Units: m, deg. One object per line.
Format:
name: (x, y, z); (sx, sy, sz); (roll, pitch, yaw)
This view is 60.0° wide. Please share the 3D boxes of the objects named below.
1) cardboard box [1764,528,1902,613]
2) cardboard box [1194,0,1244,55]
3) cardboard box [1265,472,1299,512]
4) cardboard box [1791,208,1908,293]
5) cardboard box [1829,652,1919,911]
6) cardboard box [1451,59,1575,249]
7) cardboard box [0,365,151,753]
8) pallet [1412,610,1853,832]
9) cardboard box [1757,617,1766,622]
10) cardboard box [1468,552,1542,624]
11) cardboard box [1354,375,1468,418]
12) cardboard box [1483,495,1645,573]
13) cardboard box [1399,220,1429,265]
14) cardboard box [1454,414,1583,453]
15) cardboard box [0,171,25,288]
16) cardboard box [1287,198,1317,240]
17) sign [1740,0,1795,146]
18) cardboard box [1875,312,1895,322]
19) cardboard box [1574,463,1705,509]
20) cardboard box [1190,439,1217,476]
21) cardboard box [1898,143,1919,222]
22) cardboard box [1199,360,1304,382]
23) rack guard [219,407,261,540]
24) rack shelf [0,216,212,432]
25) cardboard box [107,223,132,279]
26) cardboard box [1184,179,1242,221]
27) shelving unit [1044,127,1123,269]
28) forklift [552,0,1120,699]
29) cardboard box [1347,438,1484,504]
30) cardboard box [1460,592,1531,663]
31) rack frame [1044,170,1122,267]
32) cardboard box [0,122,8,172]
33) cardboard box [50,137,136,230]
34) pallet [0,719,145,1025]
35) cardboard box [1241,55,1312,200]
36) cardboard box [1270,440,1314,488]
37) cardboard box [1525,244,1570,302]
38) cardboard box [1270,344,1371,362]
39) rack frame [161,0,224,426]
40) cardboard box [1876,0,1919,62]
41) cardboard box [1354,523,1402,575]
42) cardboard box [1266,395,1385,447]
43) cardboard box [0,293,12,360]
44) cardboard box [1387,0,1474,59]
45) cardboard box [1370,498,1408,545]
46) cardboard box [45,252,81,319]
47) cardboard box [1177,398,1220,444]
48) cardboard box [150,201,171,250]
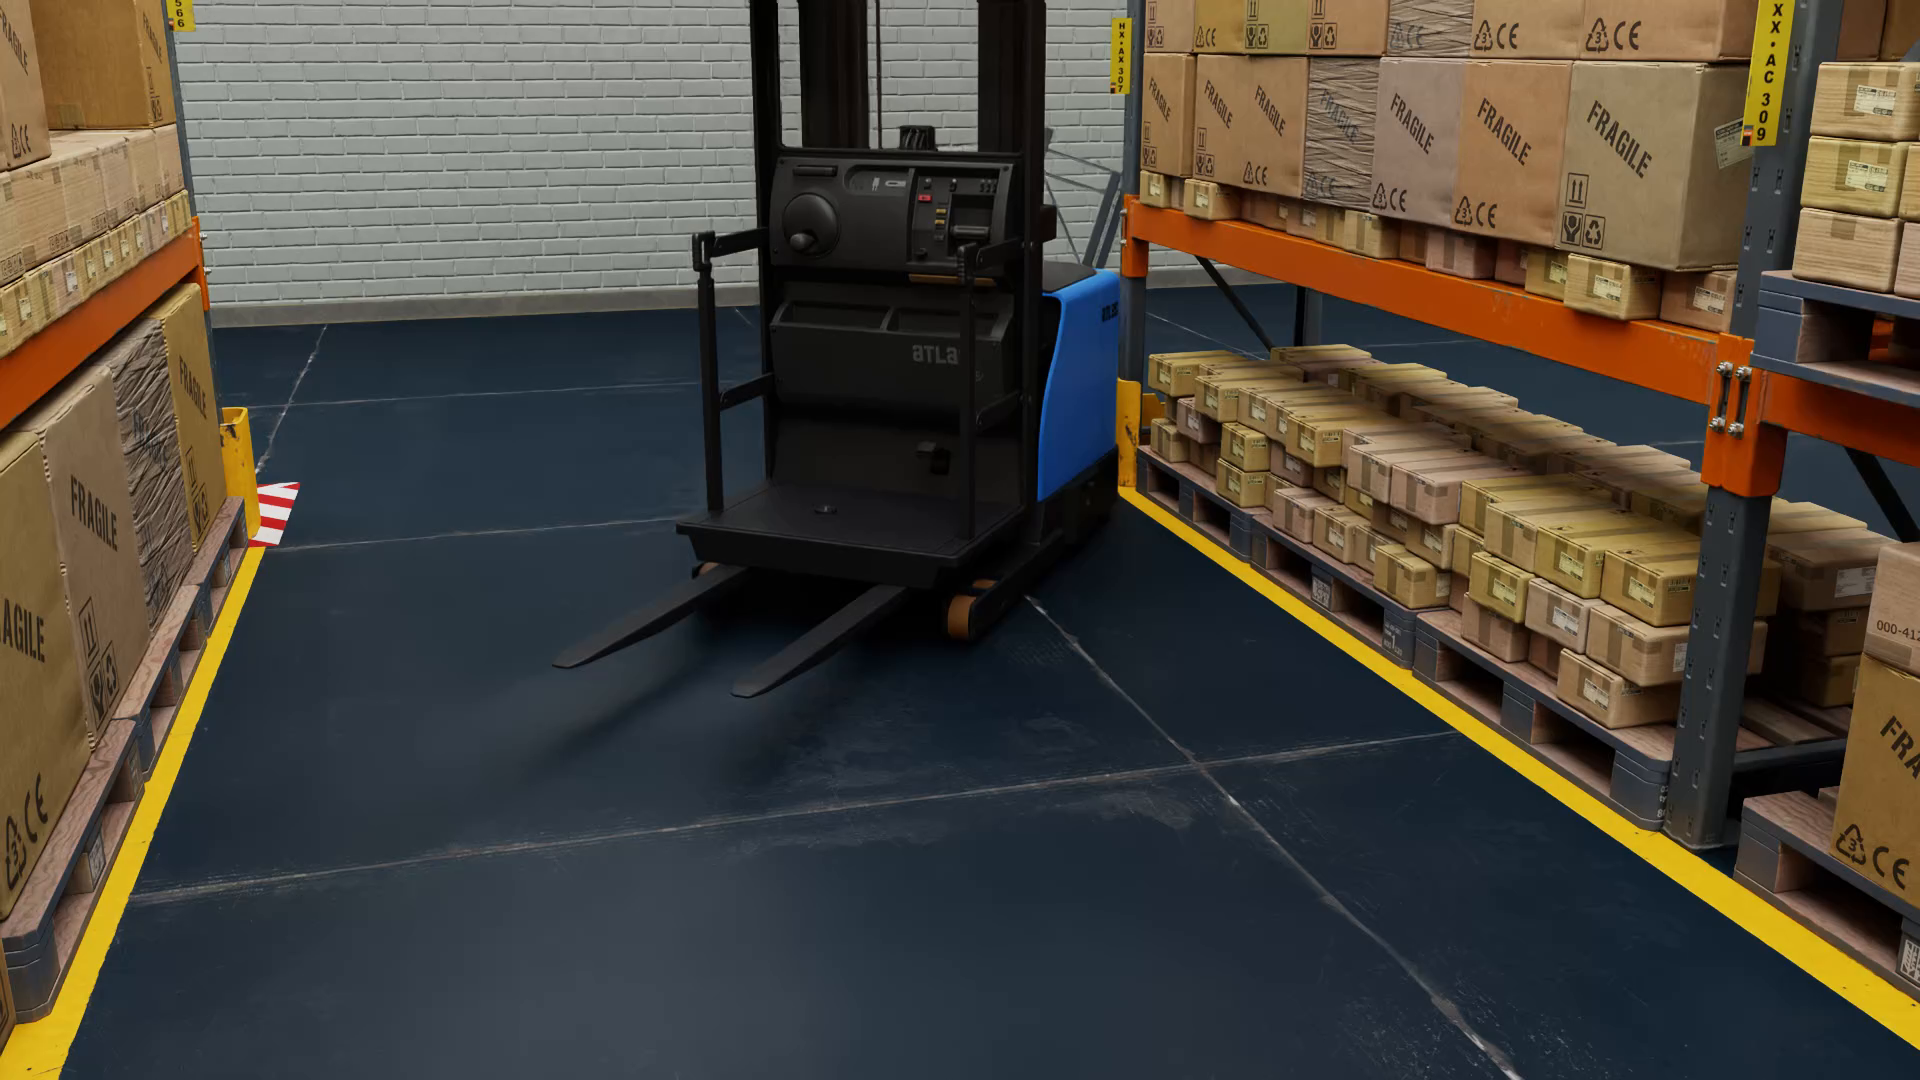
cardboard box: (2.448, 0.081, 4.659); (0.380, 0.149, 0.250); (-4, 17, -13)
cardboard box: (1.257, -2.178, 6.560); (0.500, 0.500, 0.500); (-4, 17, -14)
cardboard box: (1.433, -0.182, 6.569); (0.380, 0.149, 0.250); (-5, 17, -15)
cardboard box: (2.010, -0.622, 3.515); (0.380, 0.149, 0.250); (-6, 18, -18)
cardboard box: (2.292, 0.535, 3.572); (0.500, 0.500, 0.500); (-4, 17, -13)
cardboard box: (1.797, -1.132, 4.816); (0.500, 0.500, 0.500); (-5, 17, -17)
cardboard box: (-2.805, 0.056, 4.514); (0.875, 0.875, 0.875); (-5, 17, -15)
pallet: (2.125, 0.466, 5.034); (1.003, 0.211, 1.213); (-5, 17, -15)
cardboard box: (2.396, 0.147, 4.958); (0.380, 0.149, 0.250); (-5, 17, -15)
cardboard box: (1.774, 0.127, 5.025); (0.380, 0.149, 0.250); (-5, 18, -17)
cardboard box: (1.851, -0.575, 6.843); (0.380, 0.149, 0.250); (-5, 18, -17)
cardboard box: (1.812, -0.021, 4.999); (0.380, 0.149, 0.250); (-5, 17, -16)
cardboard box: (1.679, -0.989, 5.466); (0.380, 0.149, 0.250); (-5, 17, -16)
cardboard box: (2.043, -0.353, 6.105); (0.380, 0.149, 0.250); (-5, 17, -15)
cardboard box: (-2.462, -0.682, 3.751); (0.500, 0.250, 0.500); (-5, 17, -16)
cardboard box: (1.445, -1.203, 6.180); (0.380, 0.149, 0.250); (-5, 17, -16)
sign: (1.824, -1.056, 3.749); (0.100, 0.325, 0.005); (-5, 17, -15)
cardboard box: (2.580, -0.670, 4.407); (0.380, 0.149, 0.250); (-4, 17, -13)
cardboard box: (2.219, -0.136, 5.383); (0.380, 0.149, 0.250); (-5, 17, -17)
cardboard box: (1.231, -0.393, 7.270); (0.380, 0.149, 0.250); (-5, 17, -15)
cardboard box: (2.083, -0.693, 3.234); (0.380, 0.149, 0.250); (-5, 17, -16)
cardboard box: (1.253, -0.675, 7.177); (0.380, 0.149, 0.250); (-4, 17, -14)
rack guard: (-3.559, -0.238, 6.876); (1.175, 0.500, 0.348); (-5, 17, -15)
rack shelf: (-3.003, -0.531, 4.756); (1.077, 0.370, 4.000); (-5, 17, -15)
cardboard box: (-2.784, -0.882, 5.111); (0.380, 0.149, 0.250); (-5, 17, -15)
cardboard box: (1.150, -1.411, 6.873); (0.380, 0.149, 0.250); (-5, 17, -17)
shelving unit: (0.354, -1.164, 8.055); (0.538, 1.500, 1.048); (19, 19, 5)
forklift: (-0.335, -1.186, 5.806); (1.130, 2.935, 3.031); (7, 18, 21)
cardboard box: (1.566, -0.240, 5.728); (0.380, 0.149, 0.250); (-5, 18, -17)
cardboard box: (1.783, 0.250, 5.132); (0.380, 0.149, 0.250); (-5, 18, -17)
rack frame: (0.260, -1.020, 7.577); (0.500, 1.500, 0.032); (19, 19, 5)
cardboard box: (-2.467, -1.042, 3.646); (0.500, 0.500, 0.500); (-5, 17, -15)
cardboard box: (-2.885, -1.105, 5.161); (0.500, 0.250, 0.500); (-5, 18, -17)
pallet: (-2.587, 0.797, 3.933); (1.003, 0.211, 1.213); (-5, 17, -15)
cardboard box: (1.396, -1.555, 6.223); (0.500, 0.500, 0.500); (-4, 17, -15)
cardboard box: (1.445, -0.320, 6.510); (0.380, 0.149, 0.250); (-6, 18, -18)
cardboard box: (1.848, -0.768, 4.731); (0.380, 0.149, 0.250); (-4, 17, -13)
cardboard box: (1.633, -0.787, 7.550); (0.380, 0.149, 0.250); (-4, 17, -15)
rack frame: (-3.552, -1.429, 6.494); (1.000, 3.000, 0.127); (-5, 17, -15)
cardboard box: (2.454, -1.500, 4.302); (0.500, 0.500, 0.500); (-4, 17, -14)
cardboard box: (1.617, 0.032, 5.856); (0.380, 0.149, 0.250); (-4, 17, -14)
cardboard box: (1.414, -0.456, 6.447); (0.380, 0.149, 0.250); (-4, 17, -13)
cardboard box: (-2.360, -0.456, 3.691); (0.380, 0.149, 0.250); (-4, 17, -13)
cardboard box: (1.680, -1.750, 5.134); (0.500, 0.500, 0.500); (-4, 17, -14)
cardboard box: (1.657, -0.095, 5.763); (0.380, 0.149, 0.250); (-6, 18, -18)
cardboard box: (-2.571, -0.669, 4.401); (0.380, 0.149, 0.250); (-4, 17, -15)
cardboard box: (1.162, -0.526, 7.197); (0.380, 0.149, 0.250); (-5, 17, -16)
cardboard box: (-2.997, -1.094, 5.818); (0.380, 0.149, 0.250); (-5, 17, -15)
